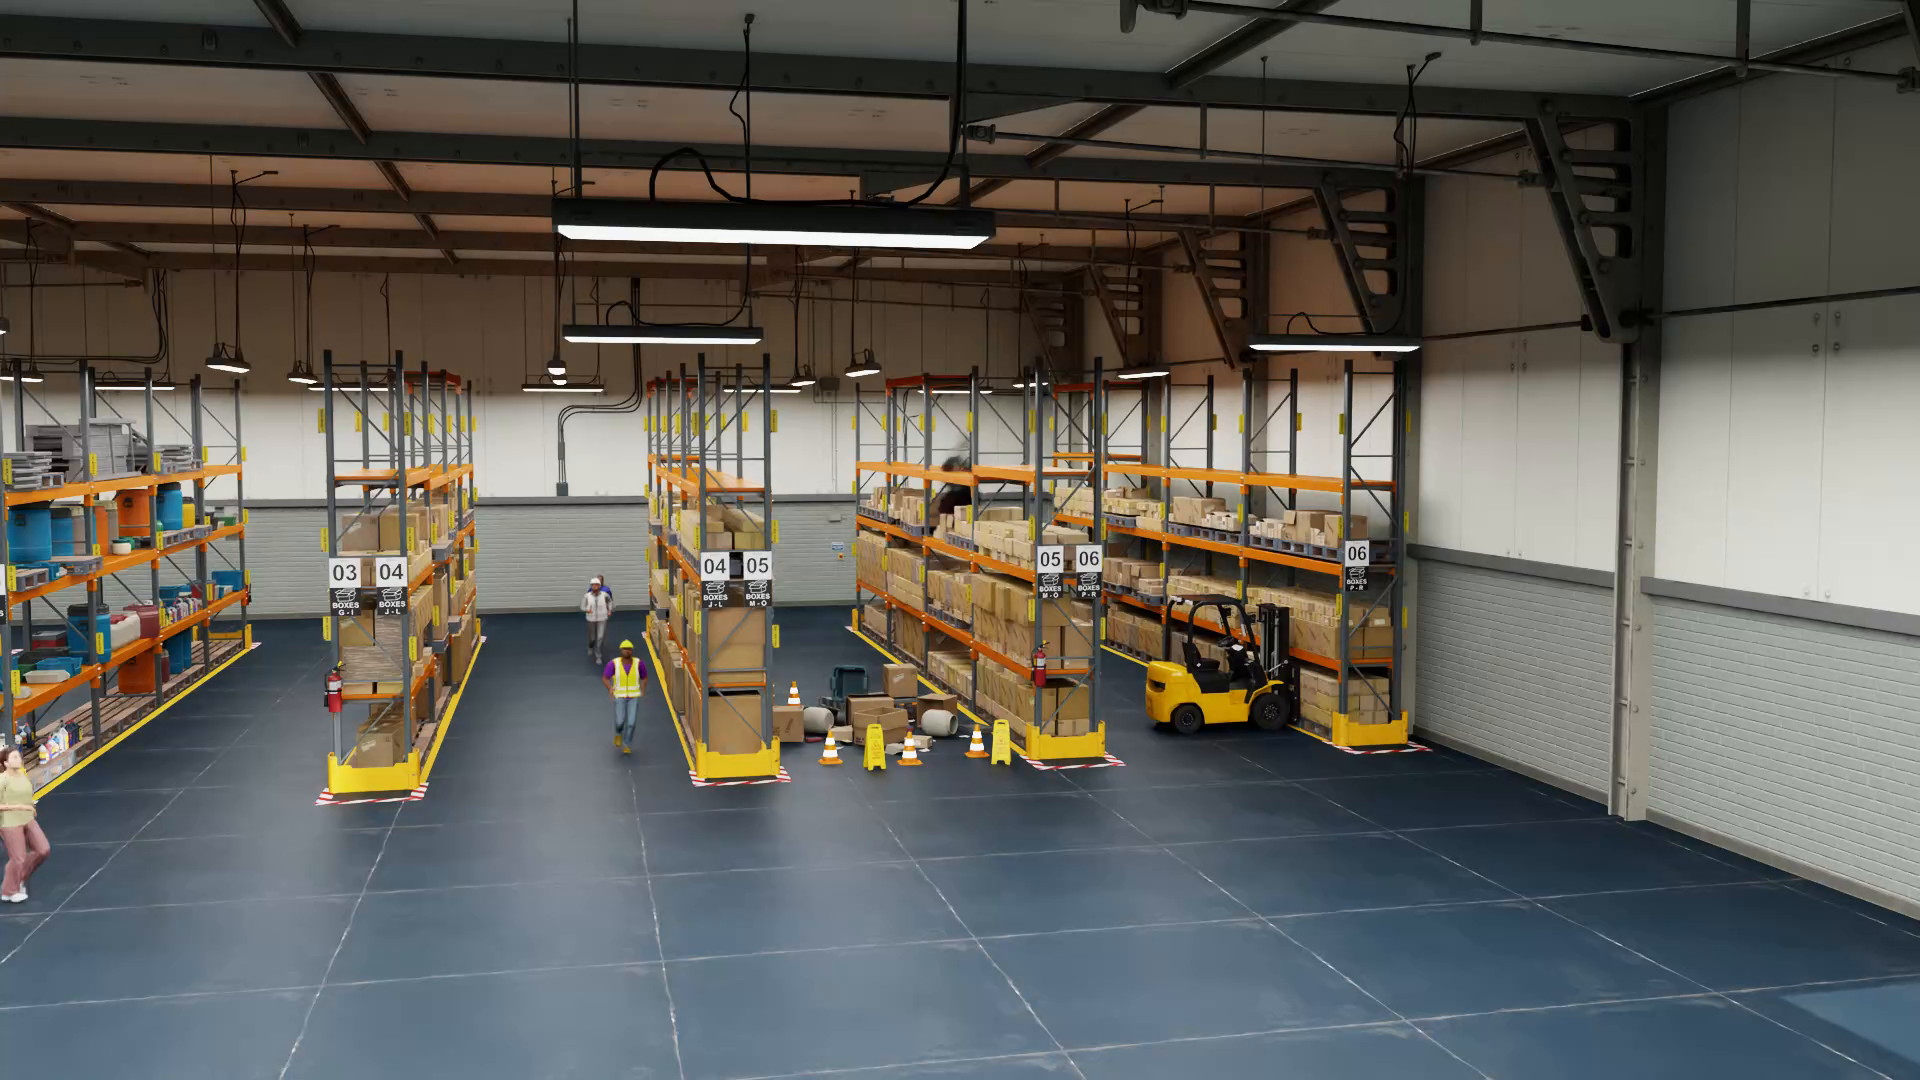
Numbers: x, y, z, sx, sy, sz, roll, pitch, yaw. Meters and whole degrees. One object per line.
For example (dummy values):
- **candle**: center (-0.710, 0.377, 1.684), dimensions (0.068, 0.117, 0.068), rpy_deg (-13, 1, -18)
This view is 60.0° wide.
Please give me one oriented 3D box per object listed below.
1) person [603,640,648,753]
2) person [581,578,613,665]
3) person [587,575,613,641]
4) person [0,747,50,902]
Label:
- **person**: center (-5.065, 2.384, 25.261), dimensions (0.677, 1.725, 0.579), rpy_deg (-1, 4, -18)
- **person**: center (-7.635, 1.688, 34.986), dimensions (0.668, 1.780, 0.952), rpy_deg (-1, 4, -11)
- **person**: center (-8.062, 1.604, 37.212), dimensions (0.587, 1.660, 0.868), rpy_deg (-1, 4, -13)
- **person**: center (-9.810, 2.981, 17.376), dimensions (0.526, 1.599, 0.570), rpy_deg (1, 4, 13)
